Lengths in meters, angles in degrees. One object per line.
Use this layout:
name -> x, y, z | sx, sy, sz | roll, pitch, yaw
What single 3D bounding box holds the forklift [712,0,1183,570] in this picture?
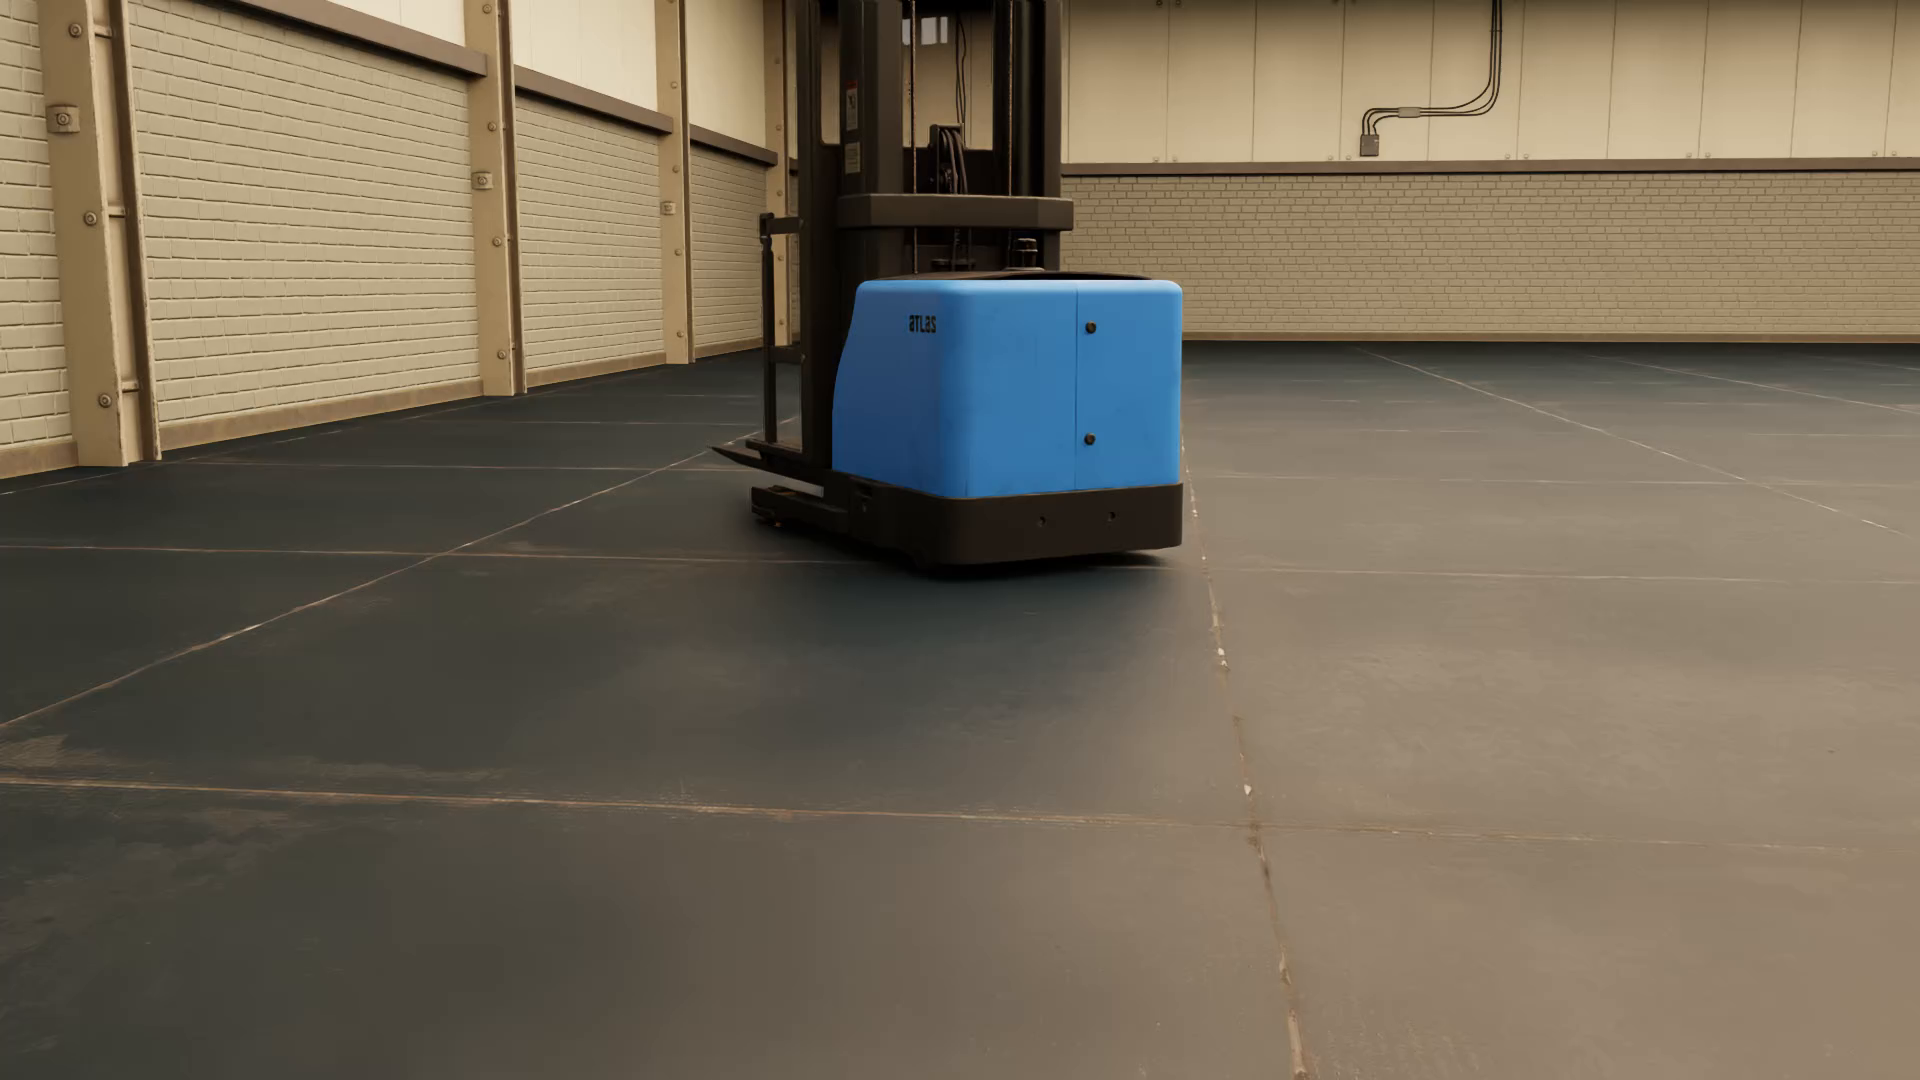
forklift -> -0.280, -1.526, 7.227 | 1.130, 2.935, 3.031 | -5, 10, -27
